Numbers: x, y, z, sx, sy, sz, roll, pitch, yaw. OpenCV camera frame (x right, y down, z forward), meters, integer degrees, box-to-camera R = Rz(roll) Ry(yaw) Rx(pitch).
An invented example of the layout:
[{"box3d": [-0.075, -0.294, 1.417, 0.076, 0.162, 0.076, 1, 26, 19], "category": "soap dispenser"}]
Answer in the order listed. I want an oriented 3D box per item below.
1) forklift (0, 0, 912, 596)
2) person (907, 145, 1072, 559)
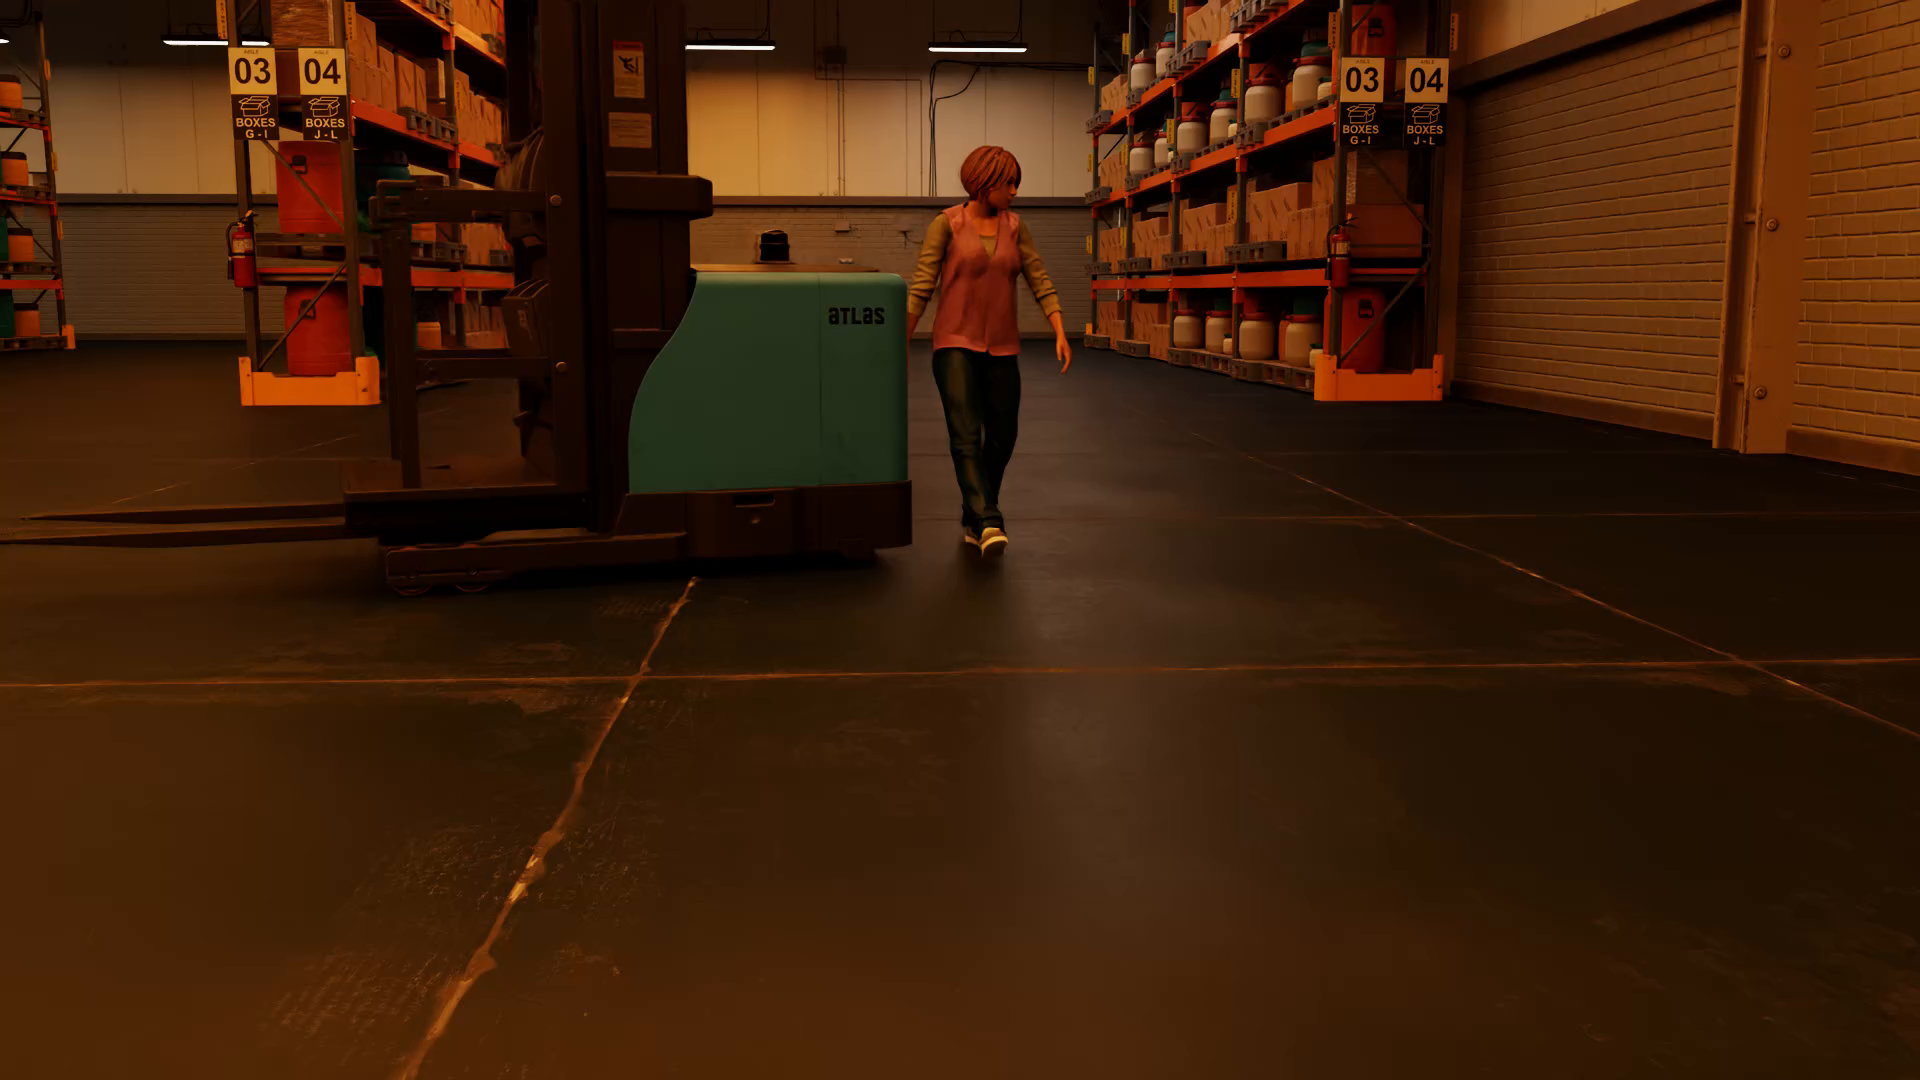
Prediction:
[{"box3d": [-1.752, -1.350, 5.921, 3.031, 2.935, 1.130, -3, 9, -21], "category": "forklift"}, {"box3d": [0.094, -0.697, 6.239, 0.605, 1.543, 0.813, -3, 9, -21], "category": "person"}]
